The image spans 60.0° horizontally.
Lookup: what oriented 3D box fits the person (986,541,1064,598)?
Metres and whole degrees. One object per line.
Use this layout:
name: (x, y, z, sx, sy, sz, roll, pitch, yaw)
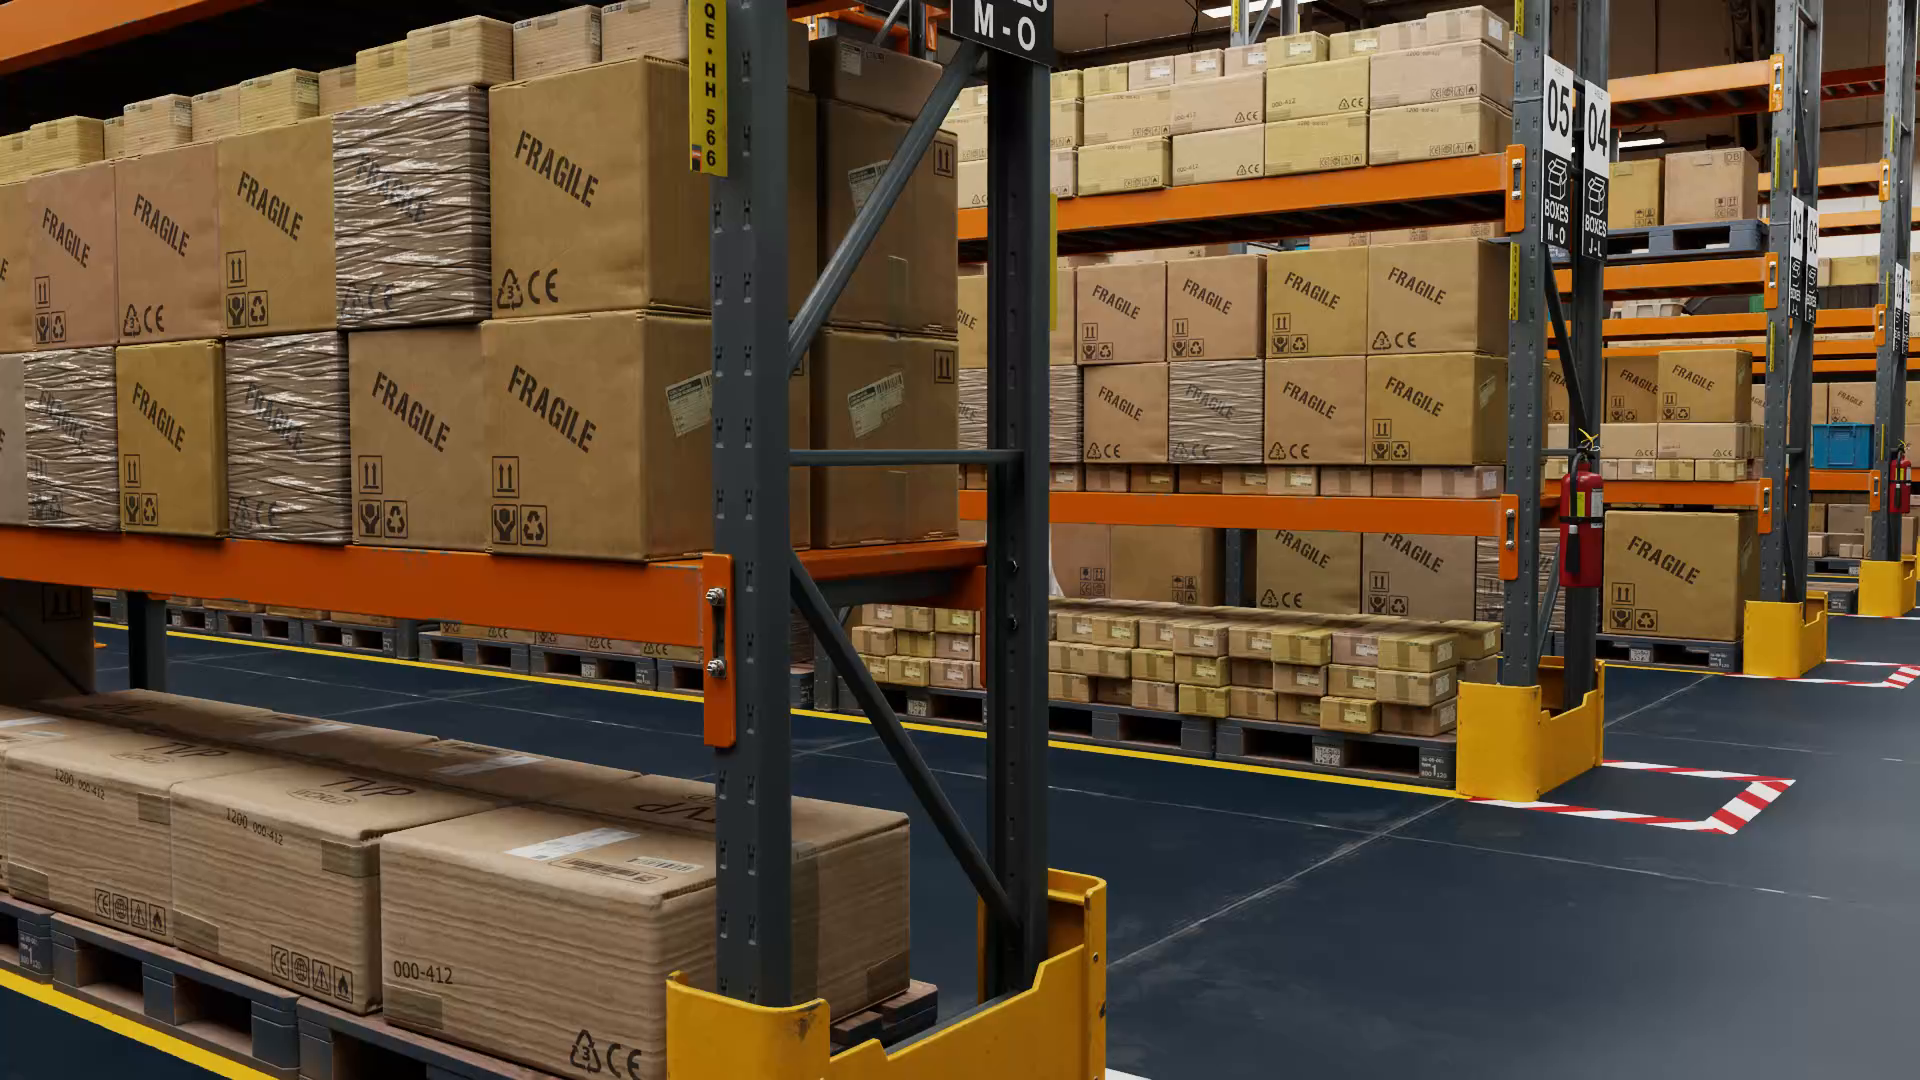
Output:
person: (0.402, 0.395, 11.579, 0.598, 0.998, 0.860, 2, 4, 36)
